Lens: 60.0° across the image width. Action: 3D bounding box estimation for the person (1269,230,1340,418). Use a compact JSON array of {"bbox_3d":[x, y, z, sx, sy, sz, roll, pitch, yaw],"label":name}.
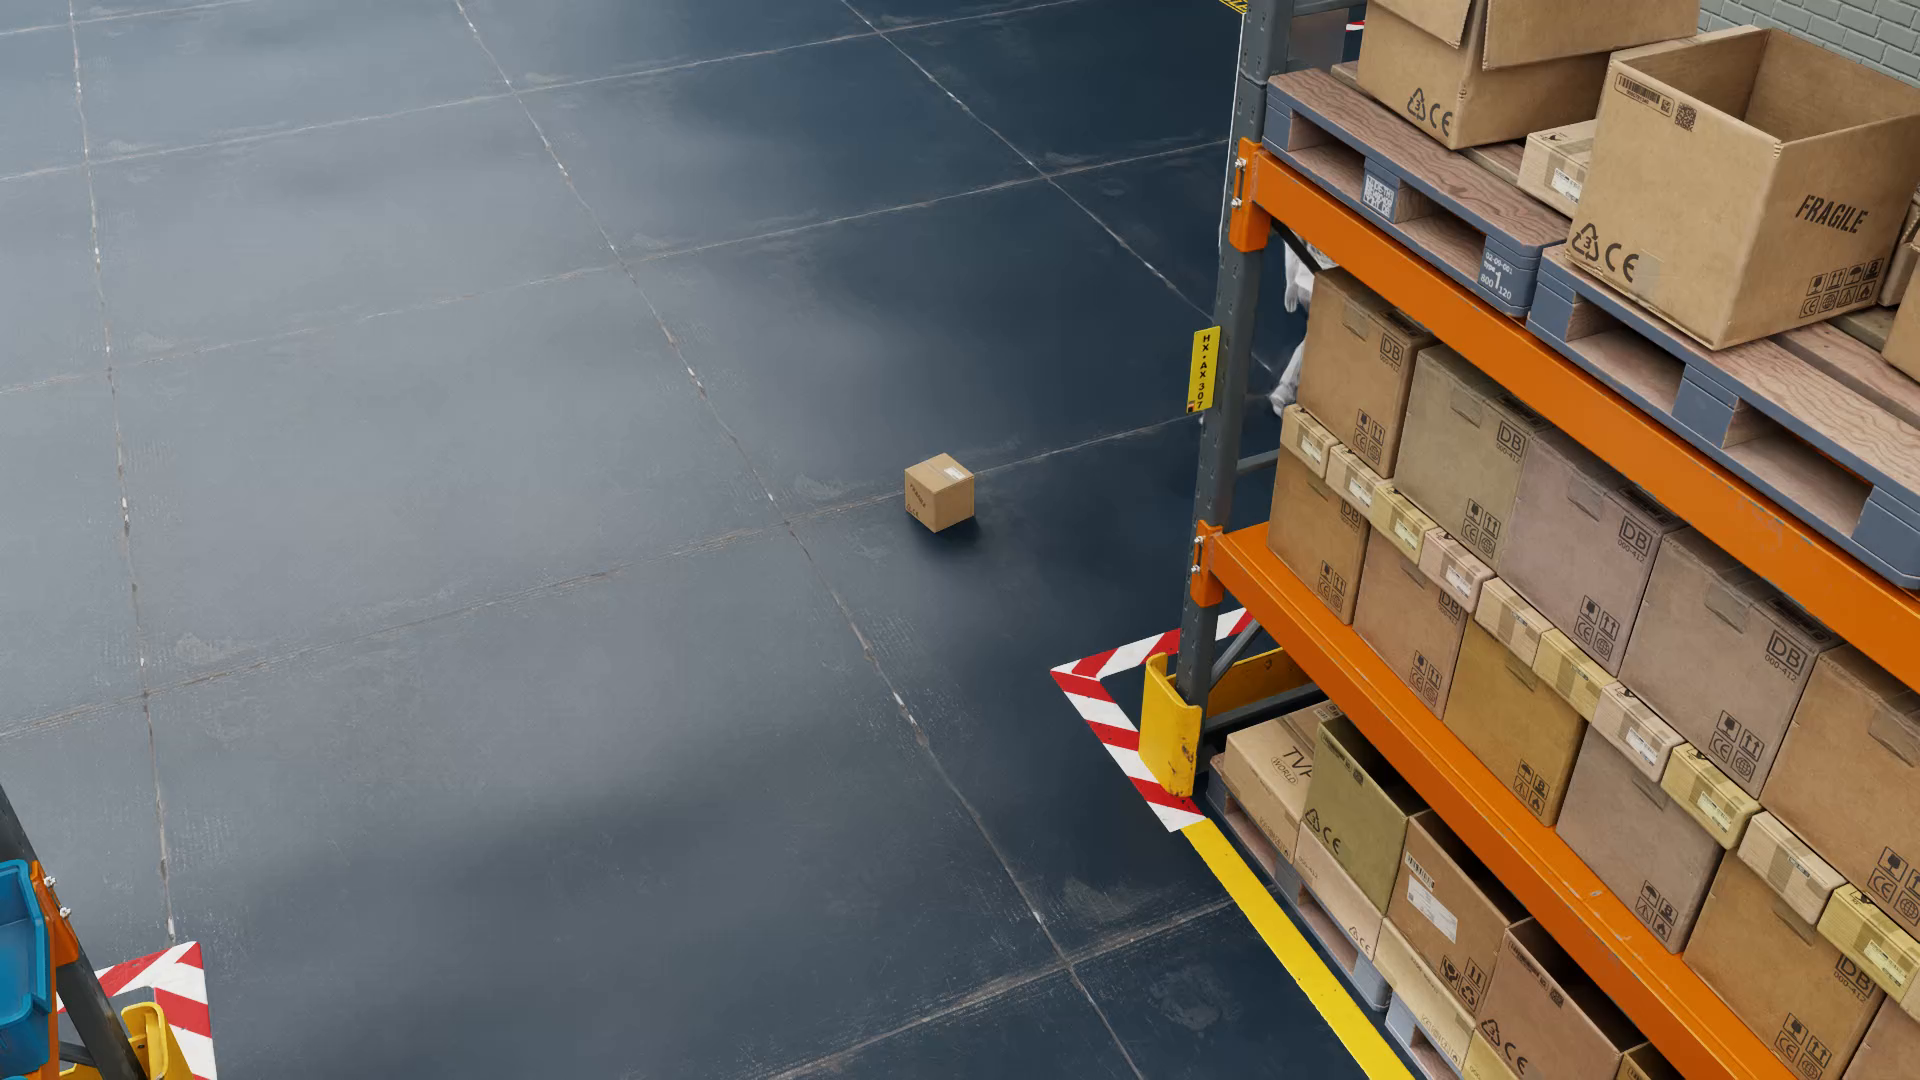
[{"bbox_3d":[1.889,-1.268,8.449,0.435,1.690,0.488,-23,43,-27],"label":"person"}]
